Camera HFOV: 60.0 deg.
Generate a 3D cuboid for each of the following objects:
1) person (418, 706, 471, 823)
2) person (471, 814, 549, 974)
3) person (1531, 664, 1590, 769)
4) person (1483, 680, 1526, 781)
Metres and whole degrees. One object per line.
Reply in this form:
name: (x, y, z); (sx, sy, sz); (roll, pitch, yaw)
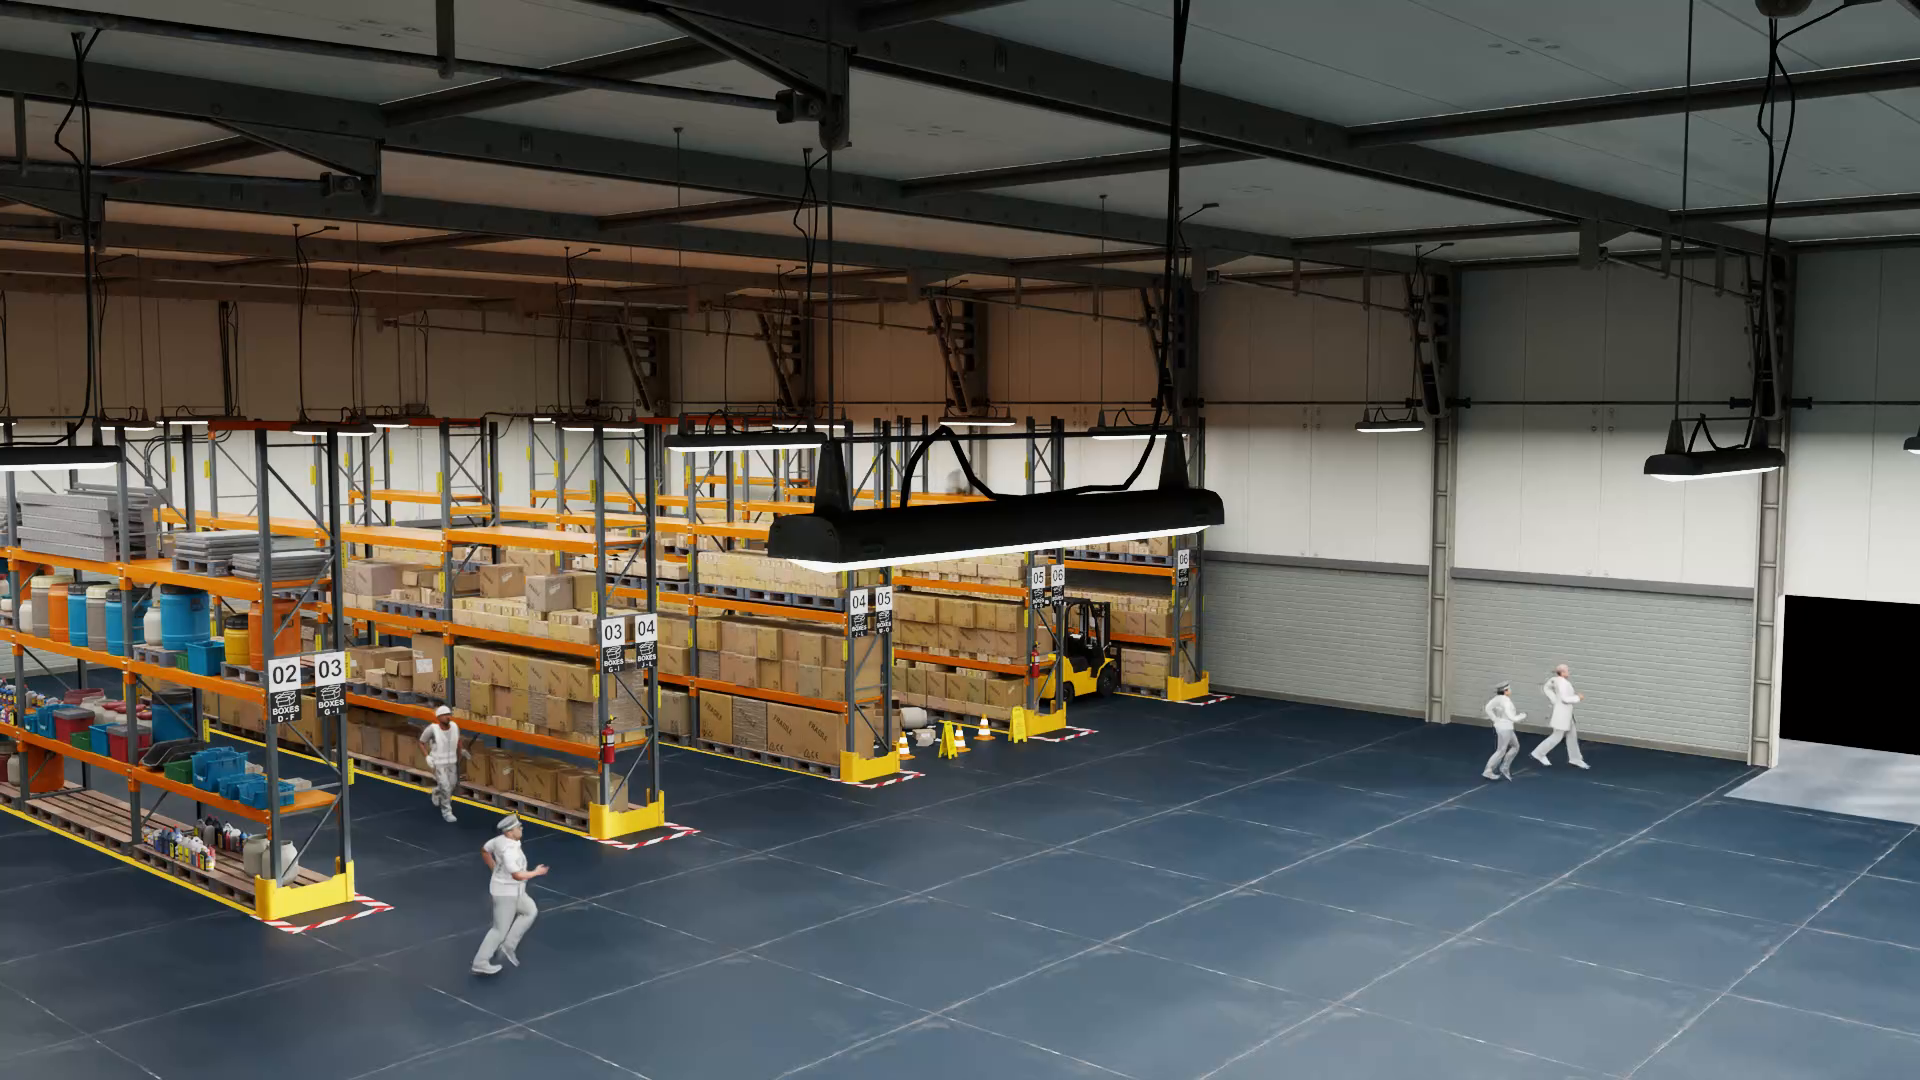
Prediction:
person: (-7.891, 3.368, 25.248); (0.813, 1.746, 0.663); (4, 6, 42)
person: (-5.014, 3.911, 18.491); (0.866, 1.766, 0.677); (-2, 5, -21)
person: (10.375, 3.038, 28.669); (0.986, 1.808, 0.701); (1, 5, 16)
person: (9.080, 3.189, 27.730); (0.703, 1.720, 0.579); (0, 5, 5)
